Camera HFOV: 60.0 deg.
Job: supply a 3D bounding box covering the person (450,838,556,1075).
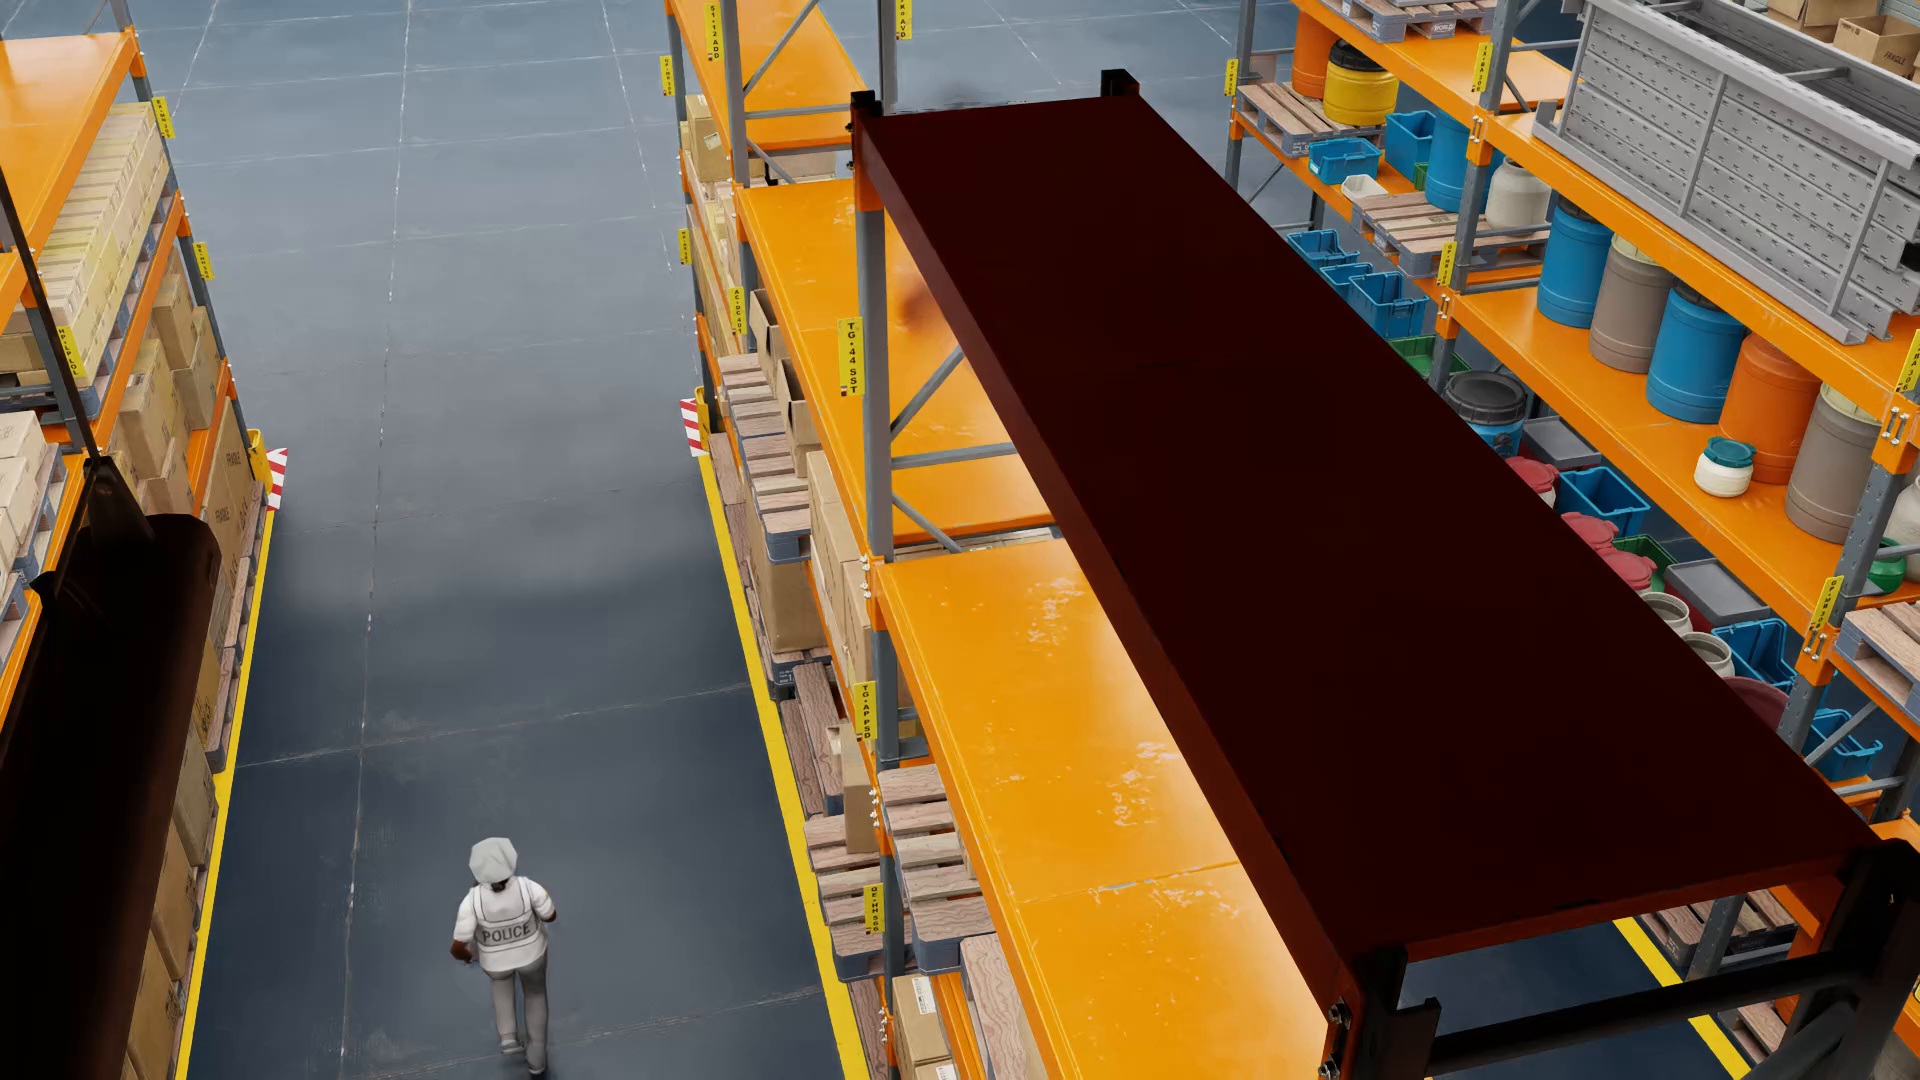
[{"bbox_3d":[-2.525,2.263,9.321,0.559,1.662,0.562,-8,35,-12],"label":"person"}]
